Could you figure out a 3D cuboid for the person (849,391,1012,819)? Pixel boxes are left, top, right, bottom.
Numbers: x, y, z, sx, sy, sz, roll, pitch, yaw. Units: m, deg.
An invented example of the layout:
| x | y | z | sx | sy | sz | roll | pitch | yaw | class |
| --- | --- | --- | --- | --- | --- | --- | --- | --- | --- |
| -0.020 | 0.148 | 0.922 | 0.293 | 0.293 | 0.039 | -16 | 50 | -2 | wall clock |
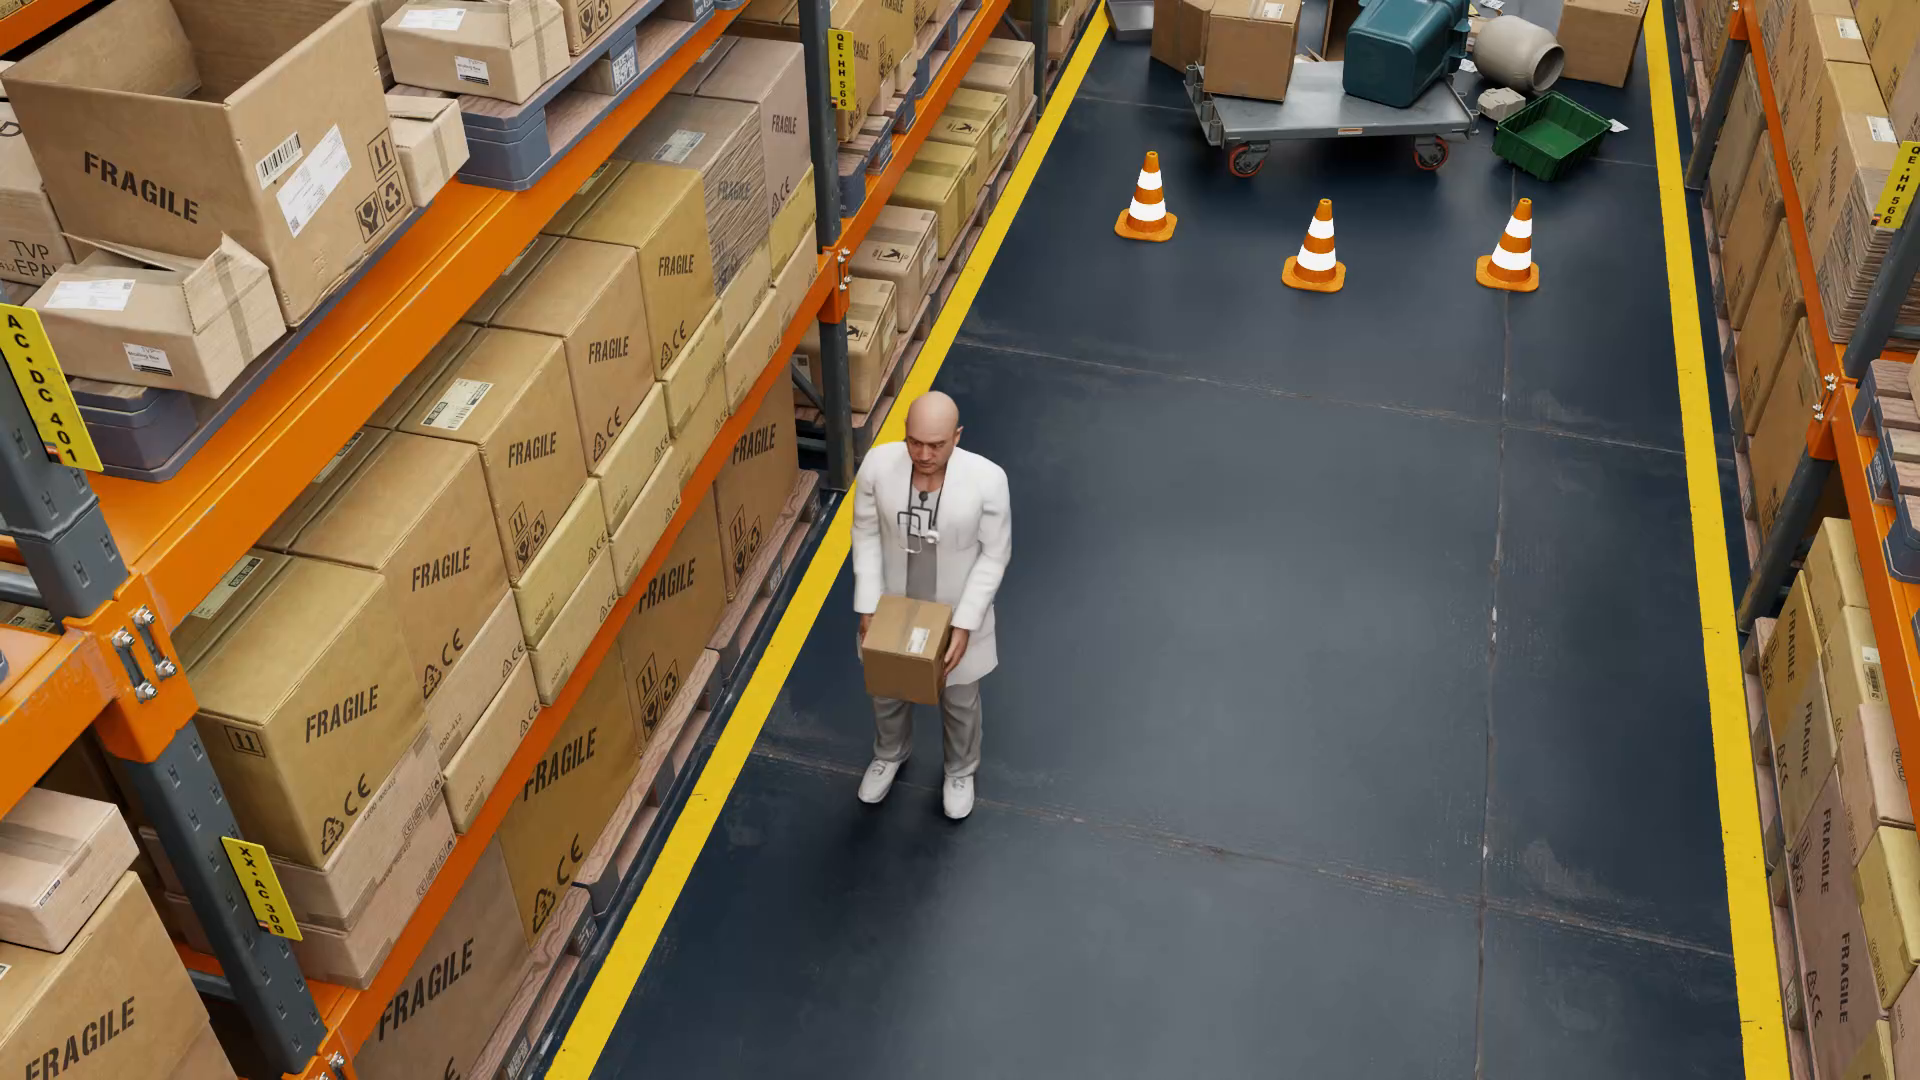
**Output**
| x | y | z | sx | sy | sz | roll | pitch | yaw | class |
| --- | --- | --- | --- | --- | --- | --- | --- | --- | --- |
| -0.123 | 0.272 | 5.843 | 0.569 | 1.783 | 0.489 | 9 | 41 | 11 | person |
